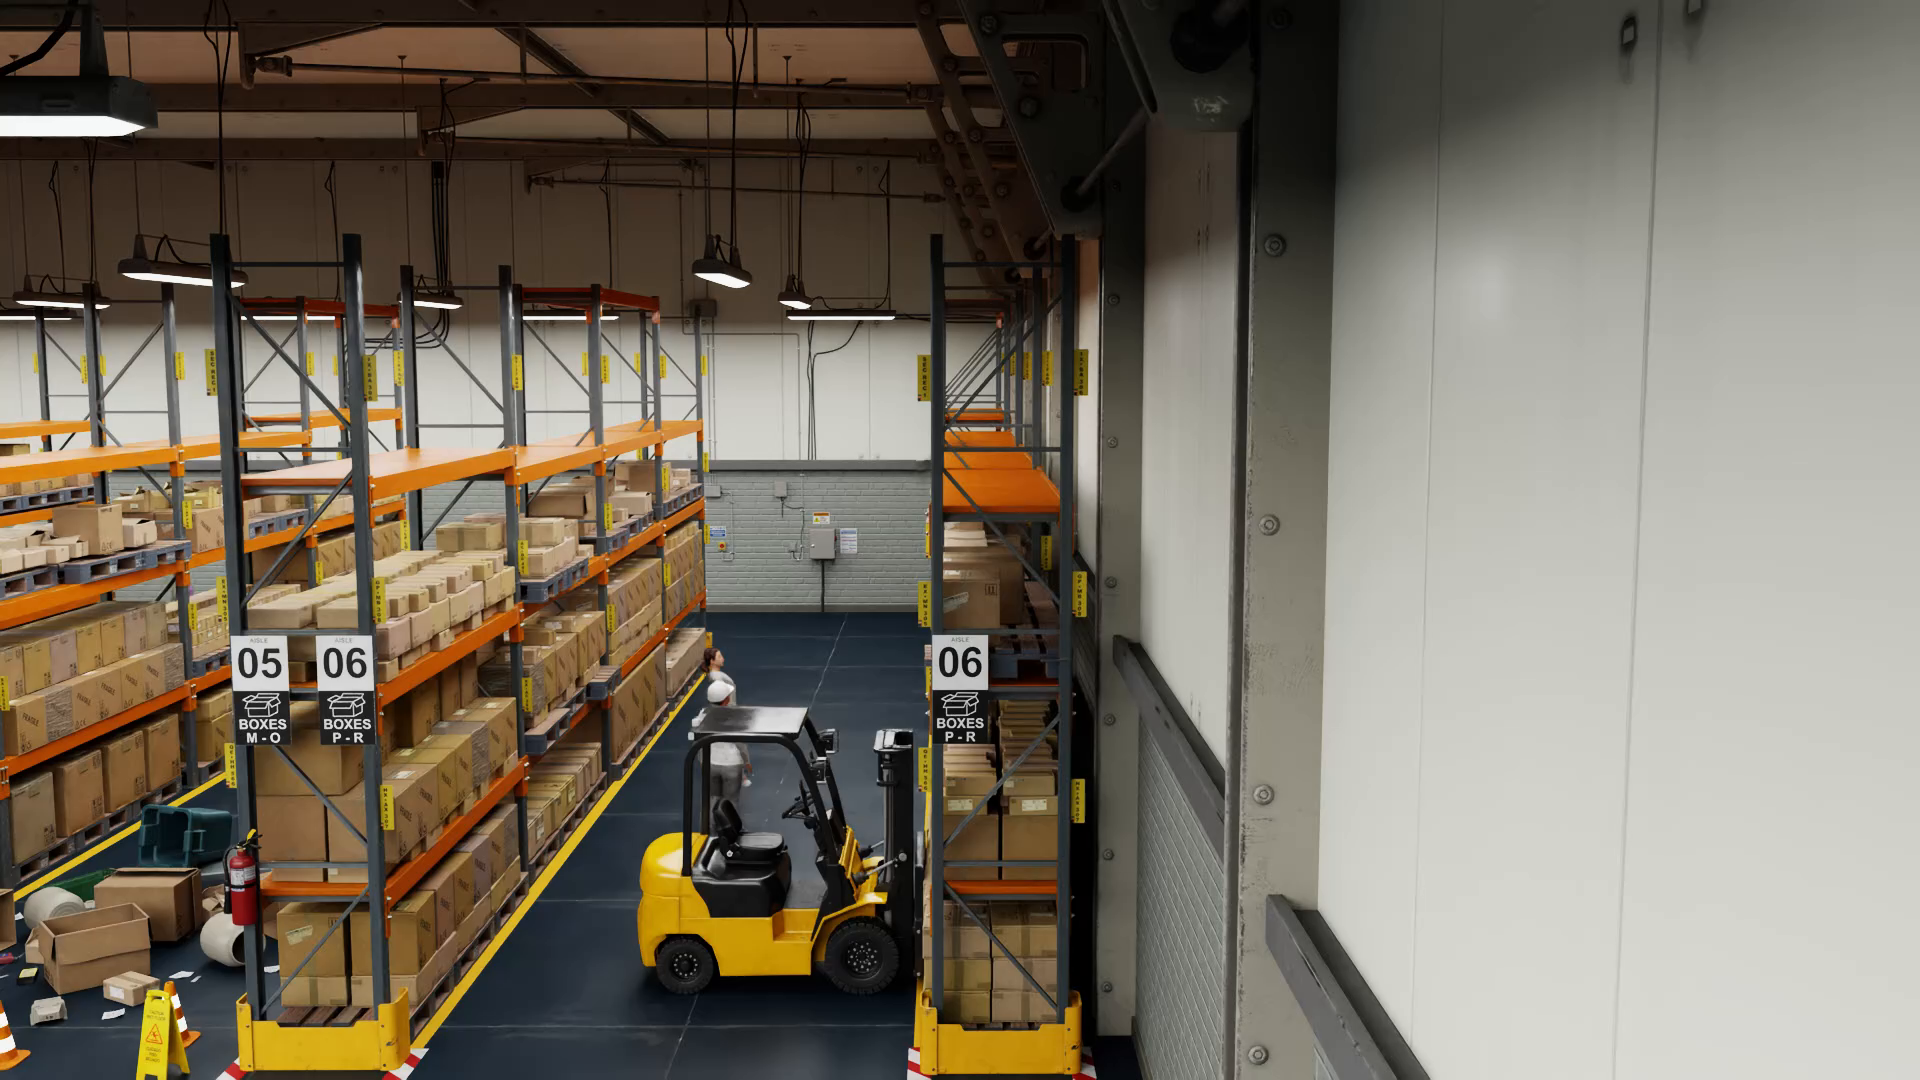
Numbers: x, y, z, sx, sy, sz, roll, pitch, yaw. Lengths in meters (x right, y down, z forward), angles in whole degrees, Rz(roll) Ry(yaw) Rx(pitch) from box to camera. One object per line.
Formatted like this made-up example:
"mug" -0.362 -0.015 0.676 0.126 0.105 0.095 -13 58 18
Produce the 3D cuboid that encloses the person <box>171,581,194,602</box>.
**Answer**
"person" -13.237 1.245 28.480 0.592 1.563 0.529 5 8 38

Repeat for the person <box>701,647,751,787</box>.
"person" -2.735 2.075 19.442 0.506 1.657 0.565 -4 8 -33

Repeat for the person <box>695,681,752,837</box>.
"person" -2.416 2.281 16.872 0.555 1.759 0.470 1 6 13
